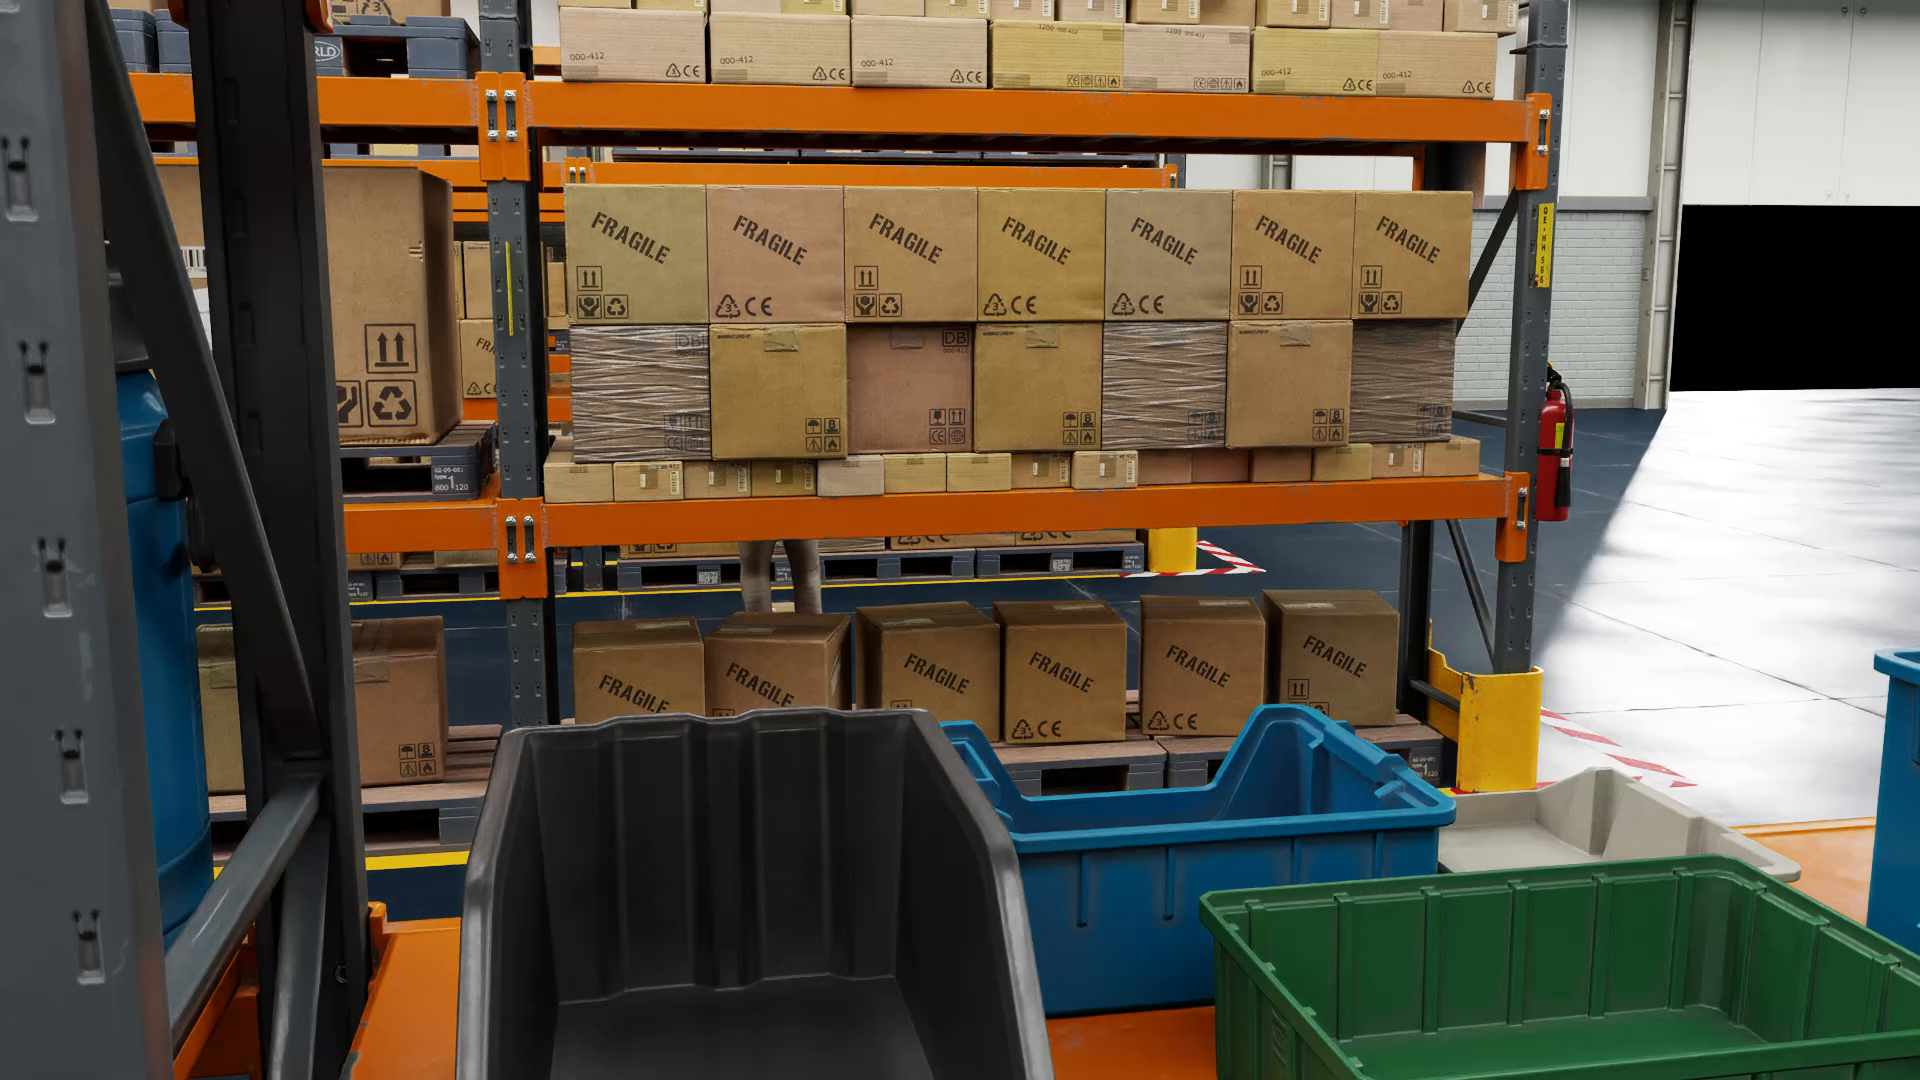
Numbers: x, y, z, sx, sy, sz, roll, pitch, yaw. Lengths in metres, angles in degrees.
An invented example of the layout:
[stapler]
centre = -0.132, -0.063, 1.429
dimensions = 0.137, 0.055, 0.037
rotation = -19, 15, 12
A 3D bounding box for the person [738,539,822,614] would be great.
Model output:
[person]
centre = -1.001, -0.217, 9.008
dimensions = 0.593, 1.657, 0.372
rotation = -2, 10, -14
